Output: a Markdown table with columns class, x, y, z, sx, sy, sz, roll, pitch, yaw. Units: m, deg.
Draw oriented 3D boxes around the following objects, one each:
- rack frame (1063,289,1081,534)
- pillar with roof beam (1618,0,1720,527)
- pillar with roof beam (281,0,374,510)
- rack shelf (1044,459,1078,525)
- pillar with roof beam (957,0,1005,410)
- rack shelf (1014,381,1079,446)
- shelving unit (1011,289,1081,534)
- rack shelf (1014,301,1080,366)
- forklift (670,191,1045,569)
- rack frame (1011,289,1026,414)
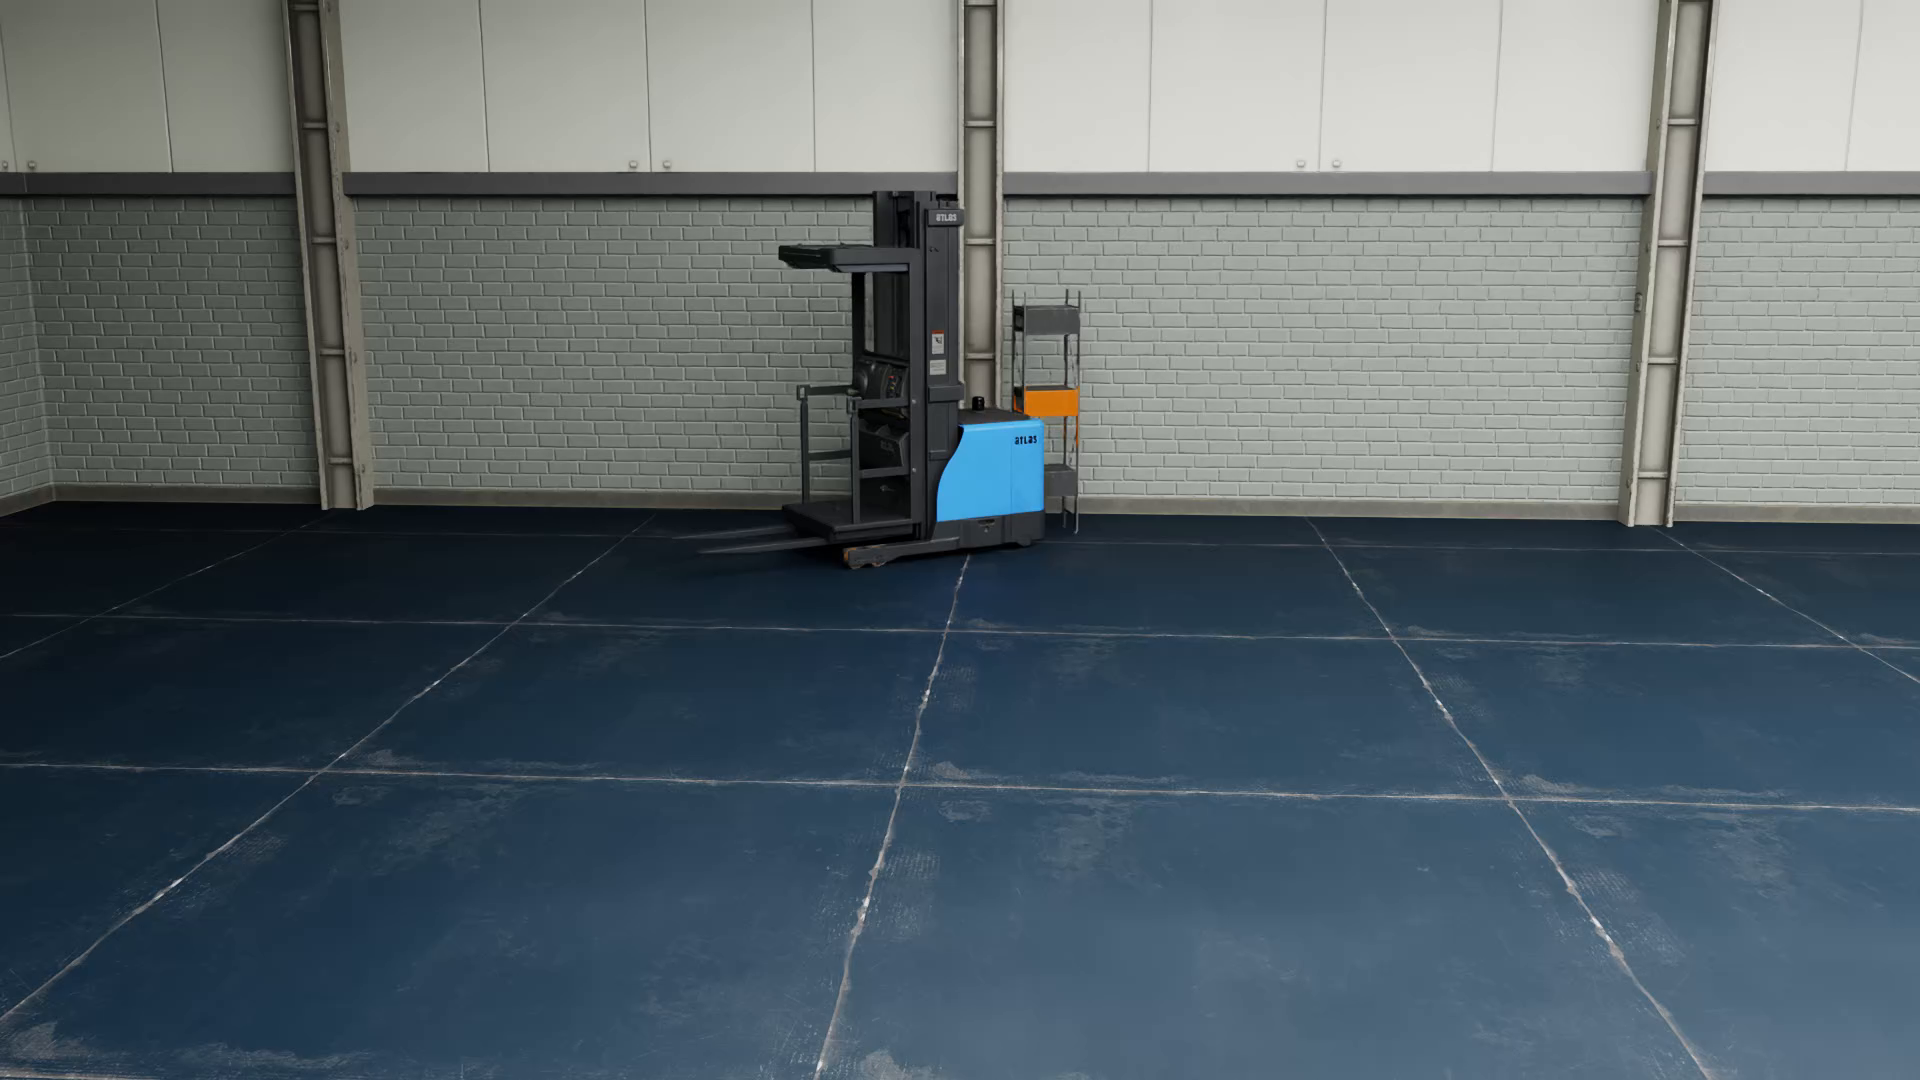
| class | x | y | z | sx | sy | sz | roll | pitch | yaw |
| --- | --- | --- | --- | --- | --- | --- | --- | --- | --- |
| rack frame | 0.976 | -1.124 | 14.511 | 0.015 | 2.100 | 0.400 | -3 | 12 | -13 |
| pillar with roof beam | 5.884 | -3.677 | 9.867 | 0.400 | 9.000 | 9.100 | 1 | 12 | 4 |
| pillar with roof beam | -6.089 | -3.841 | 10.652 | 0.400 | 9.000 | 9.100 | 1 | 12 | 4 |
| rack shelf | 0.739 | -0.413 | 14.601 | 0.480 | 0.518 | 0.431 | -3 | 12 | -13 |
| pillar with roof beam | -0.103 | -3.759 | 10.259 | 0.400 | 9.000 | 9.100 | 1 | 12 | 4 |
| rack shelf | 0.739 | -1.098 | 14.458 | 0.480 | 0.518 | 0.431 | -3 | 12 | -13 |
| shelving unit | 0.739 | -1.112 | 14.455 | 0.503 | 2.100 | 0.431 | -3 | 12 | -13 |
| rack shelf | 0.739 | -1.784 | 14.314 | 0.480 | 0.518 | 0.431 | -3 | 12 | -13 |
| forklift | -0.827 | -1.328 | 13.456 | 3.031 | 2.935 | 1.130 | -6 | 13 | -28 |
| rack frame | 0.502 | -1.100 | 14.398 | 0.015 | 2.100 | 0.400 | -3 | 12 | -13 |
